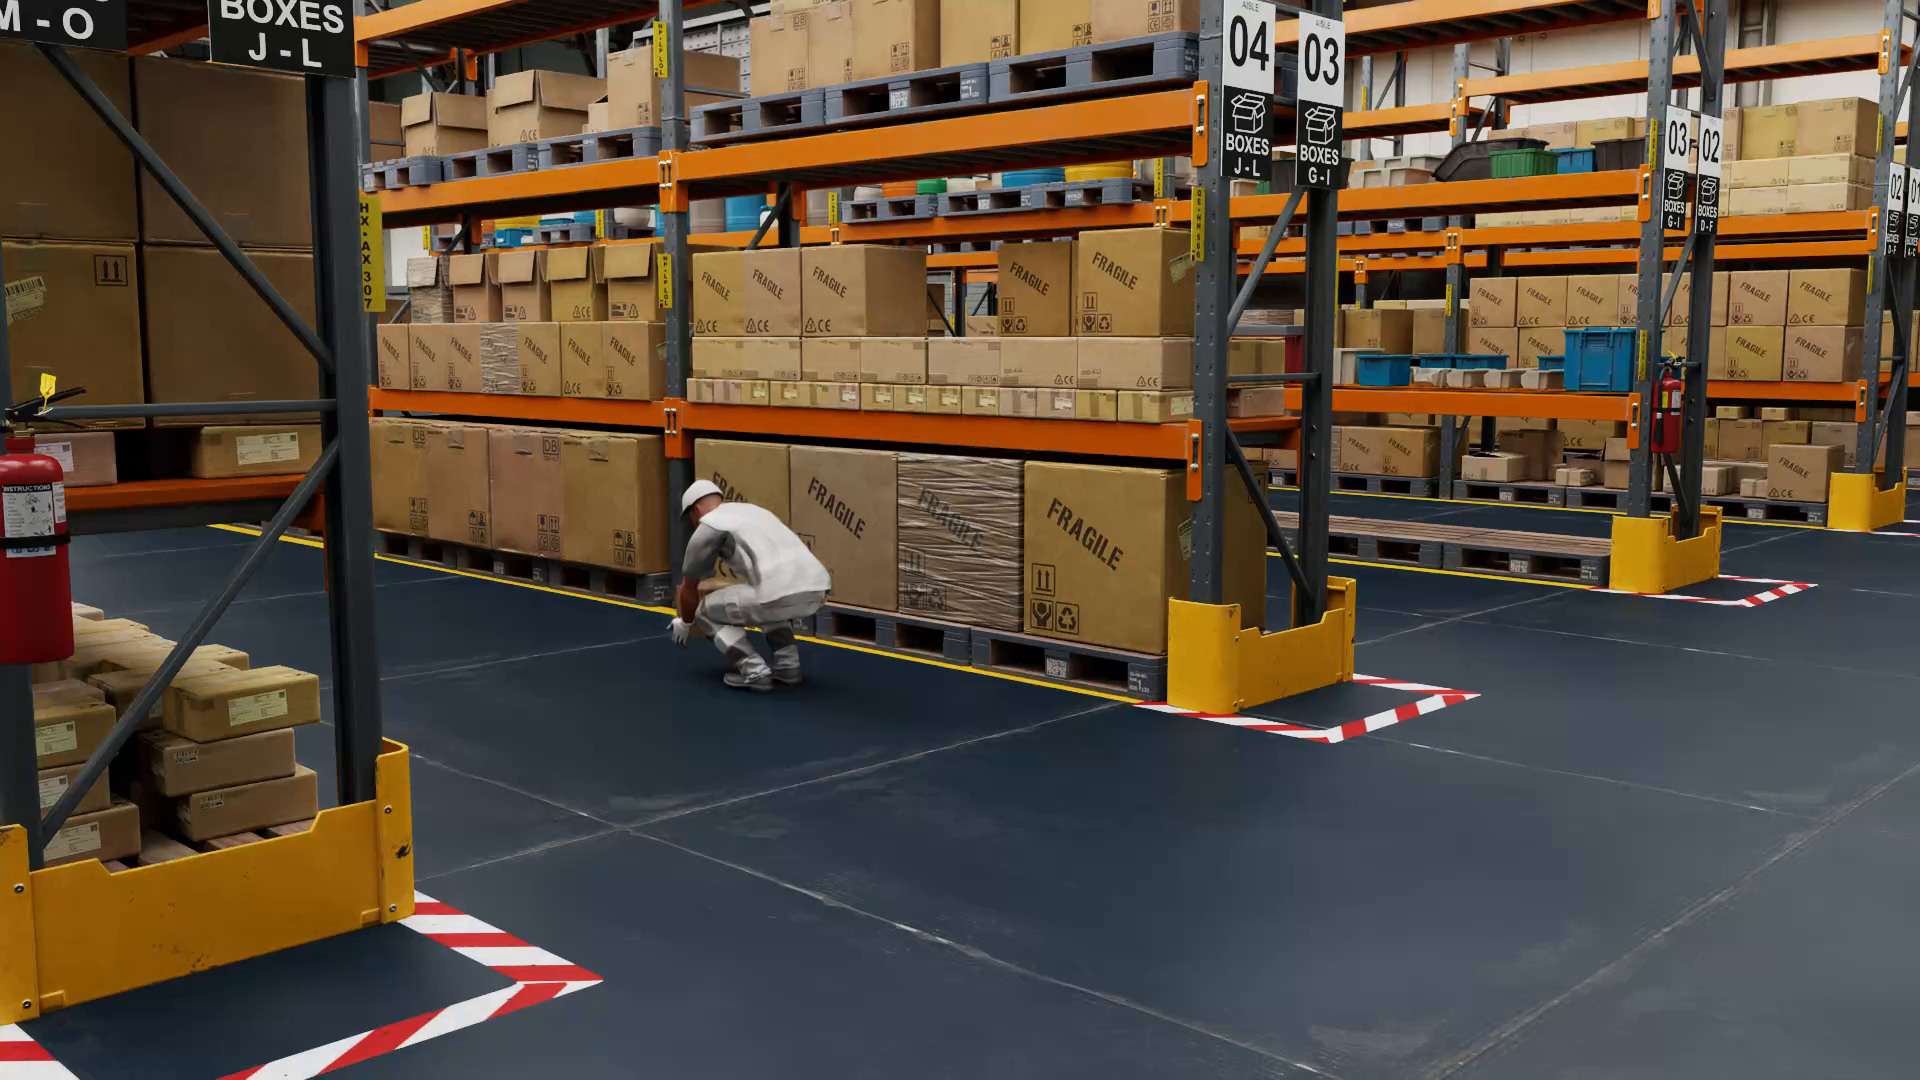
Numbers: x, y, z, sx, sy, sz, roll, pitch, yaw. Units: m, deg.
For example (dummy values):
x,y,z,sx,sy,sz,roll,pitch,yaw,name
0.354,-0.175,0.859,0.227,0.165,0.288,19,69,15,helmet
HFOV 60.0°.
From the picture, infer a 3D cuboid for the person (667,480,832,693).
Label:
x,y,z,sx,sy,sz,roll,pitch,yaw,name
-1.049,0.215,8.184,0.875,0.999,0.569,7,10,43,person
